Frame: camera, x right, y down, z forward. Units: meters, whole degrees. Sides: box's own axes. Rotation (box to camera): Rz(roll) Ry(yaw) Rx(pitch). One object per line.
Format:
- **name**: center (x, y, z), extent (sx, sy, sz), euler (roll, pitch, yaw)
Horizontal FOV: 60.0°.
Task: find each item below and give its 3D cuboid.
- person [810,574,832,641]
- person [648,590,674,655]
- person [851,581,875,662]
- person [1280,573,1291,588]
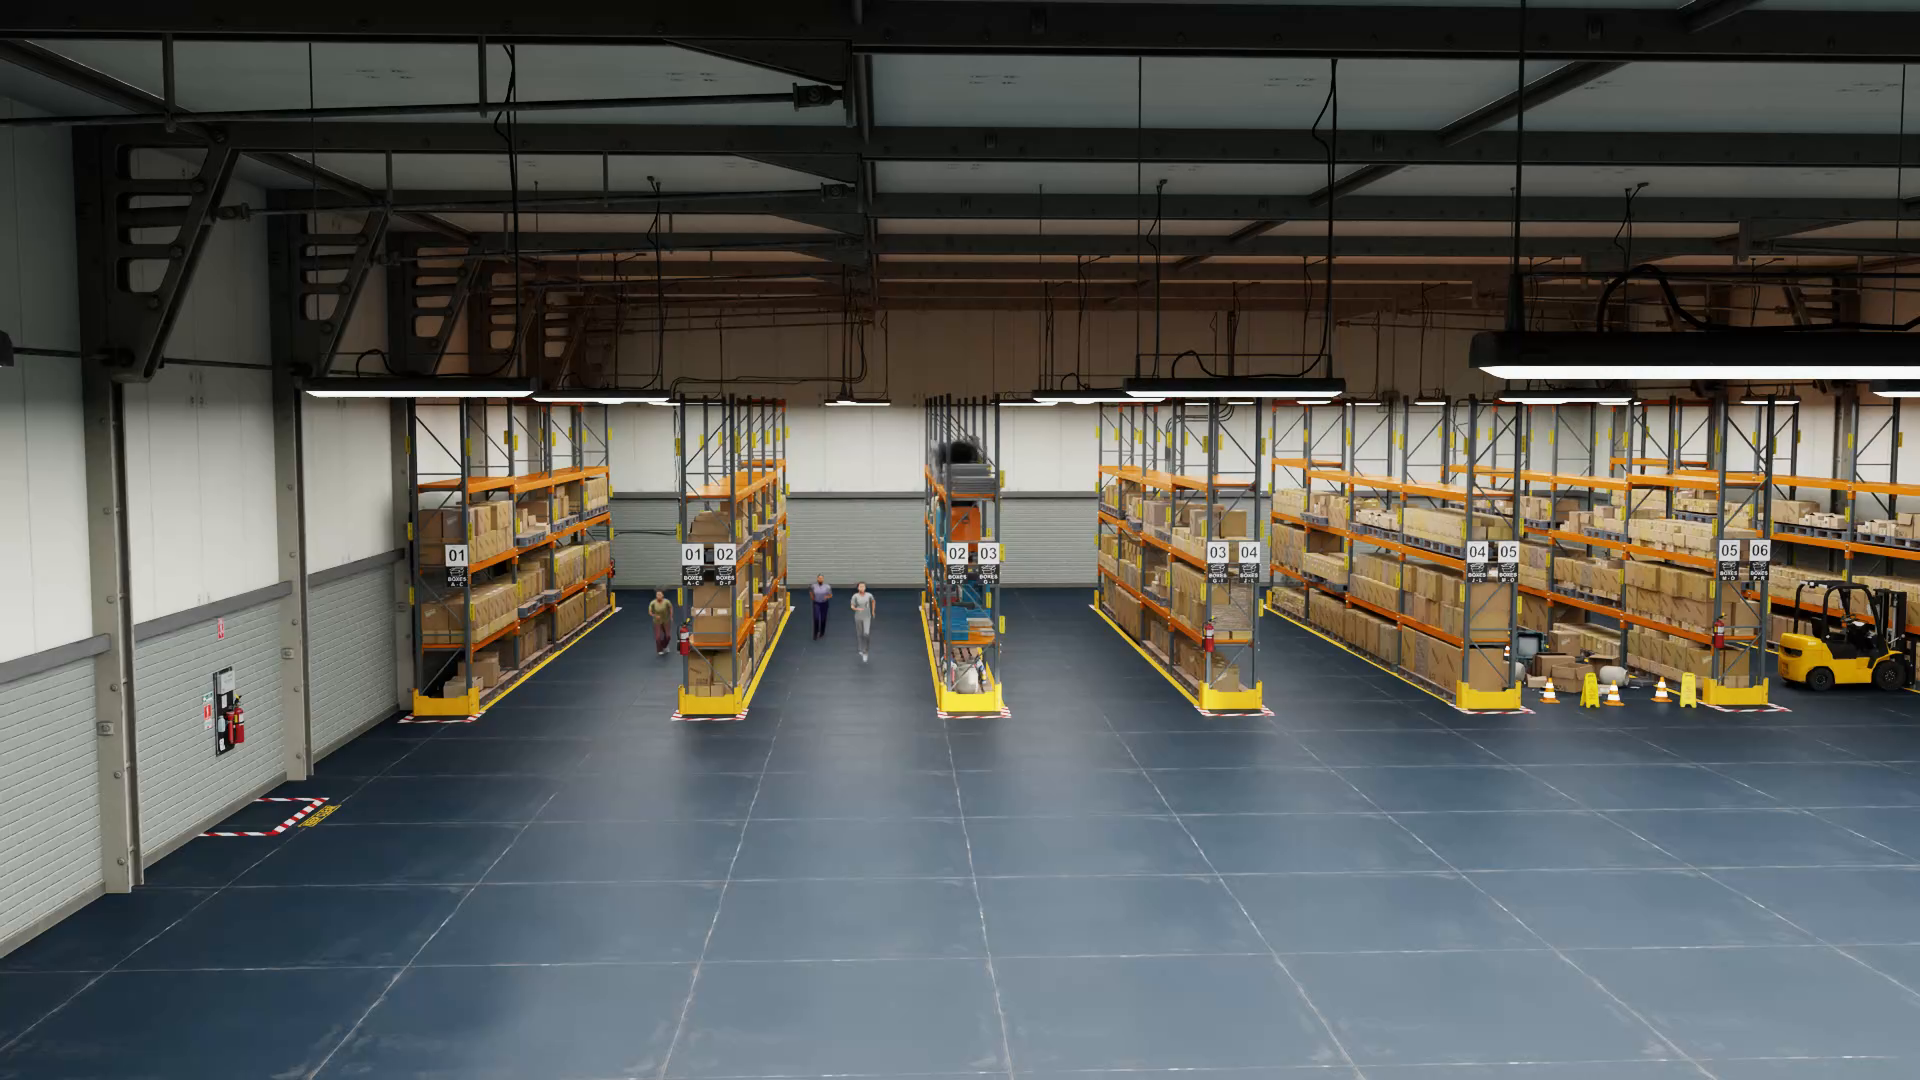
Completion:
- **person**: center (-3.444, 1.662, 41.241), extent (0.547, 1.656, 0.766), euler (0, 5, -6)
- **person**: center (-6.916, 1.912, 38.473), extent (0.580, 1.558, 0.730), euler (-1, 5, -15)
- **person**: center (-2.113, 1.766, 36.208), extent (0.518, 1.745, 0.774), euler (0, 5, -1)
- **person**: center (9.725, 0.991, 49.745), extent (0.946, 1.636, 0.593), euler (-4, 6, -43)
